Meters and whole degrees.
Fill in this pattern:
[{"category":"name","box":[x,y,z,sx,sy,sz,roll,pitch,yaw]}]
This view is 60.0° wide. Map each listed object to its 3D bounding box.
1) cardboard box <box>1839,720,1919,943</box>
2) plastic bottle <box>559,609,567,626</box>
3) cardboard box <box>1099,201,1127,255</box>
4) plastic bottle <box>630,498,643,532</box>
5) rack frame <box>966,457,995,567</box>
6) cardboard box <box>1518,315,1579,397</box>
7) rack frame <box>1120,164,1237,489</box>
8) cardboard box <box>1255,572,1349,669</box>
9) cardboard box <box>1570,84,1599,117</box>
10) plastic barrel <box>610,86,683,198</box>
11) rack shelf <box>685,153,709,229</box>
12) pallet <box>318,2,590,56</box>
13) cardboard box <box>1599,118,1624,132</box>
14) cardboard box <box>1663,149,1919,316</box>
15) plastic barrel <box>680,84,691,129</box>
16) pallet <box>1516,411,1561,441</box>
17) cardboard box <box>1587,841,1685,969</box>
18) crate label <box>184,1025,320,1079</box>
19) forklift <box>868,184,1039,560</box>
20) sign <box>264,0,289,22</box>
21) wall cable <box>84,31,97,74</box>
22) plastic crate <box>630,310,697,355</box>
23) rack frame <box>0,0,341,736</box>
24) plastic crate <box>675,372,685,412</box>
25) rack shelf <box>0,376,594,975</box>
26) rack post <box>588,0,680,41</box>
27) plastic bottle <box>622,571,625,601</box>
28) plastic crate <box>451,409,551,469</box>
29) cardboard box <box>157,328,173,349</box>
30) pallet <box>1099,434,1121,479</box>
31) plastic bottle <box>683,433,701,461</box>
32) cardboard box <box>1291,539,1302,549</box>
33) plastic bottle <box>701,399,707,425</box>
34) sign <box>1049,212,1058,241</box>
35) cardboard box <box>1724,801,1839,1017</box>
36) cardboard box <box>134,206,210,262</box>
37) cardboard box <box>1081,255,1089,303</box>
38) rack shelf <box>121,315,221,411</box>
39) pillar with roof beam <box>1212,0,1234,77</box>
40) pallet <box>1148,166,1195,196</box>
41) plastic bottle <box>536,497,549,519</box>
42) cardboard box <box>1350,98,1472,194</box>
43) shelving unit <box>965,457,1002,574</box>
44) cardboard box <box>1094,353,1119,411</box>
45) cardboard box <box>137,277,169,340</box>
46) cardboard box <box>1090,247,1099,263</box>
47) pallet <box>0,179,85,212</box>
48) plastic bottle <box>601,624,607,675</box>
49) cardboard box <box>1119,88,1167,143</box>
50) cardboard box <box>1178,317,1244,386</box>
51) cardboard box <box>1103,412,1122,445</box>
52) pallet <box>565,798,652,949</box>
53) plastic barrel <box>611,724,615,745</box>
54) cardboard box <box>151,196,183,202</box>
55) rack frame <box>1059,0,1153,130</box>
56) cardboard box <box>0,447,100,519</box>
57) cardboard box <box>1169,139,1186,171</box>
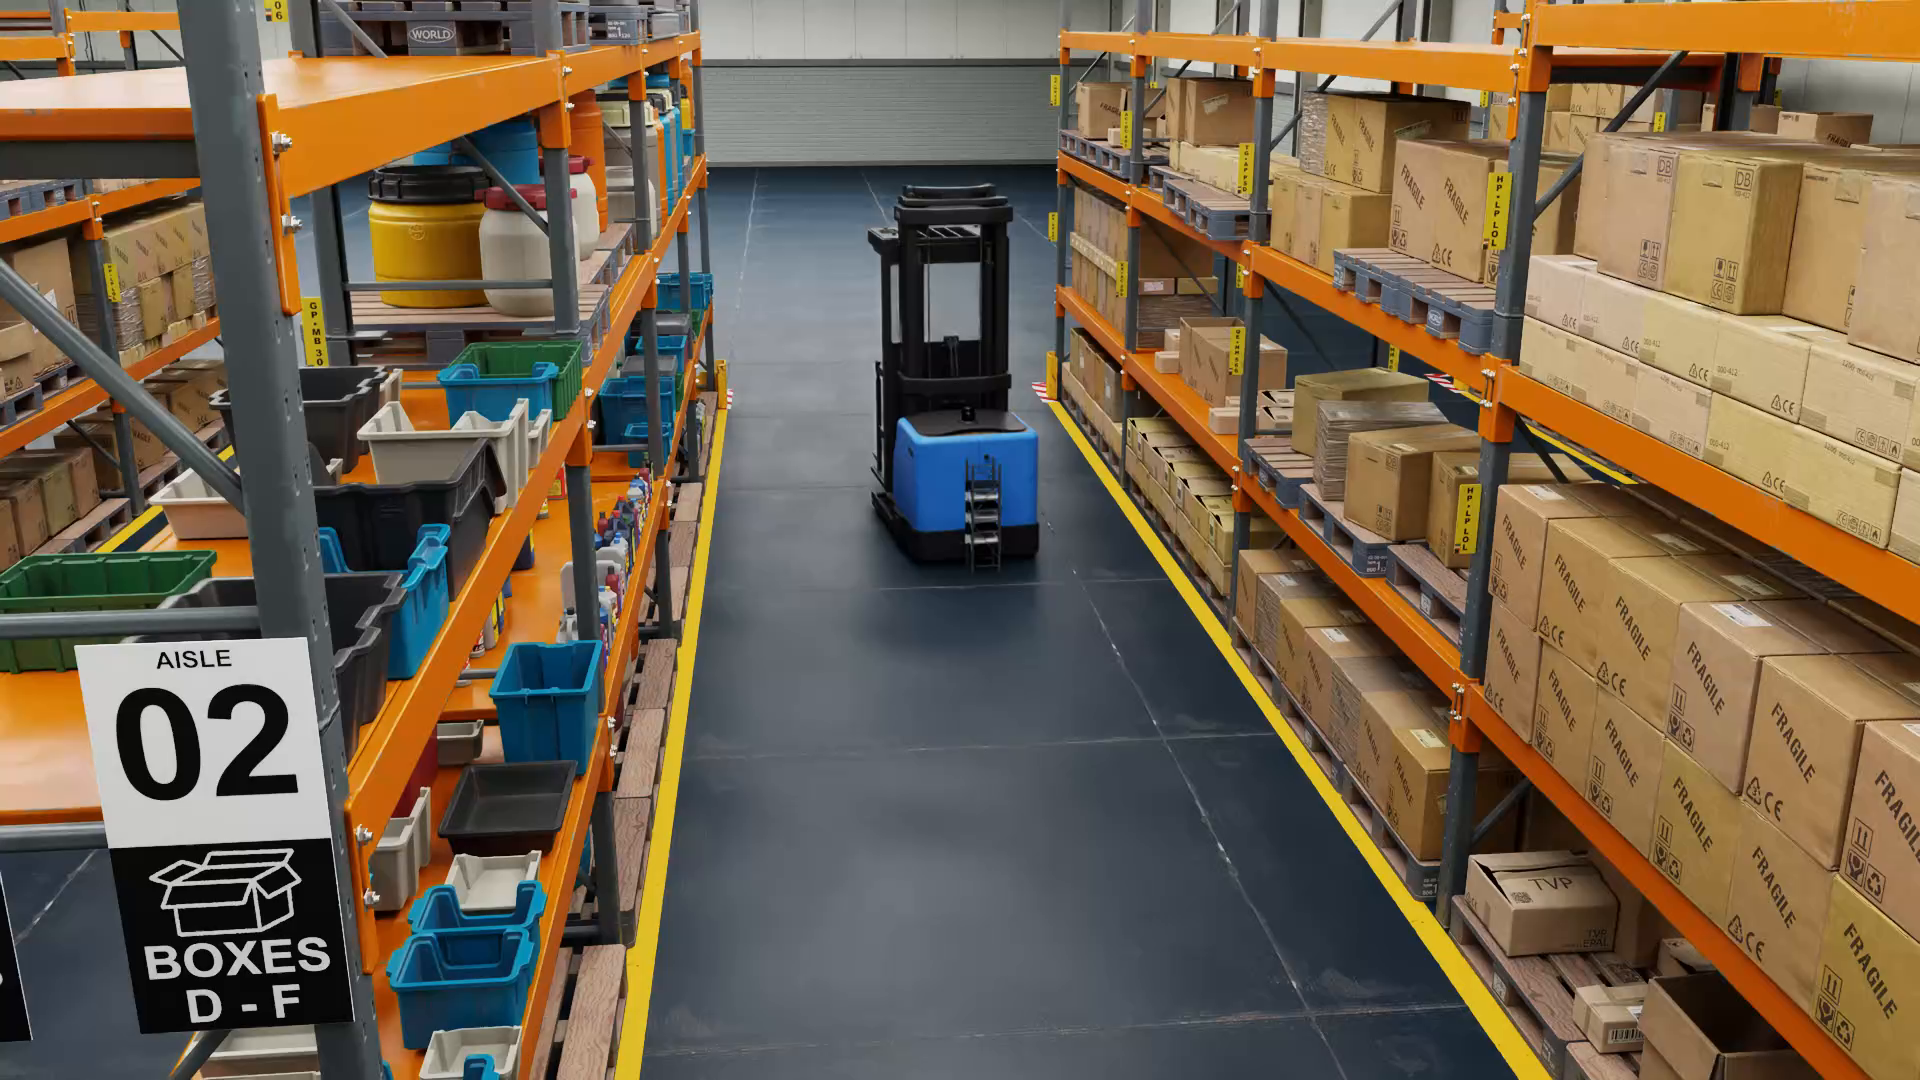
[{"category":"cardboard box","box":[2.893,0.833,4.680,0.500,0.500,0.500,-1,17,-4]},{"category":"plastic bottle","box":[-1.904,0.438,8.106,0.097,0.201,0.097,0,17,0]},{"category":"cardboard box","box":[1.820,-3.190,16.998,0.700,0.500,0.500,-2,18,-6]},{"category":"plastic bottle","box":[-1.954,-0.149,9.974,0.097,0.201,0.097,0,17,0]},{"category":"rack frame","box":[0.163,-0.222,13.382,0.240,0.900,0.006,-4,18,-12]},{"category":"cardboard box","box":[2.656,-0.767,6.854,0.500,0.250,0.500,-2,18,-6]},{"category":"rack frame","box":[2.027,-1.943,15.358,1.000,3.000,0.127,-2,18,-6]},{"category":"cardboard box","box":[2.262,0.532,10.915,0.500,0.500,0.500,-2,18,-8]},{"category":"cardboard box","box":[6.502,-4.522,16.695,0.500,0.500,0.500,-2,18,-8]},{"category":"plastic barrel","box":[-2.632,-3.317,13.889,0.600,0.901,0.708,-2,18,-6]},{"category":"rack shelf","box":[-3.106,-3.475,16.431,1.077,0.370,4.000,-2,18,-6]},{"category":"pallet","box":[-2.191,-2.235,7.254,1.003,0.211,1.213,-2,18,-6]},{"category":"cardboard box","box":[6.617,-3.879,16.318,0.500,0.500,0.500,-3,18,-10]},{"category":"cardboard box","box":[2.909,-1.070,5.732,0.700,0.500,0.500,-2,18,-6]},{"category":"plastic barrel","box":[-3.069,-4.368,17.061,0.600,0.588,0.600,0,17,0]},{"category":"pallet","box":[6.721,-1.330,18.061,1.003,0.211,1.213,-2,18,-6]},{"category":"cardboard box","box":[3.193,1.584,7.562,0.500,0.500,0.500,-2,18,-6]},{"category":"crate label","box":[-1.995,1.475,4.812,0.396,0.136,0.243,-2,18,-6]},{"category":"forklift","box":[-0.180,-1.635,14.492,1.130,2.935,3.031,-4,18,-12]},{"category":"sign","box":[-2.622,-2.154,6.363,0.100,0.325,0.005,-2,18,-6]},{"category":"wall cable","box":[-25.940,-13.371,46.929,3.097,2.526,0.112,-2,18,-6]},{"category":"plastic crate","box":[-2.827,-1.921,15.393,0.767,0.338,0.504,-2,18,-6]},{"category":"rack frame","box":[-1.662,-1.078,2.588,1.000,3.000,0.127,-2,18,-6]},{"category":"plastic crate","box":[-2.440,-1.180,13.281,0.450,0.188,0.662,-2,18,-6]},{"category":"rack shelf","box":[-1.869,0.100,5.043,1.077,0.370,4.000,-2,18,-6]},{"category":"rack post","box":[-2.611,-4.165,12.086,1.013,1.000,3.121,-2,18,-6]},{"category":"plastic bottle","box":[-1.824,0.226,8.781,0.097,0.201,0.097,0,17,0]},{"category":"plastic crate","box":[-1.565,-0.346,5.703,0.293,0.136,0.466,-2,18,-6]},{"category":"cardboard box","box":[-7.636,-1.890,15.609,0.380,0.149,0.250,-2,18,-6]},{"category":"pallet","box":[1.987,-0.851,16.535,1.003,0.211,1.213,-2,18,-6]},{"category":"plastic bottle","box":[-2.557,-0.906,15.866,0.152,0.276,0.135,-1,17,-4]},{"category":"cardboard box","box":[2.678,-0.072,12.353,0.500,0.311,0.500,-1,17,-4]},{"category":"plastic bottle","box":[-2.657,-1.329,17.203,0.061,0.283,0.133,-1,17,-4]},{"category":"sign","box":[1.062,-3.570,18.964,0.100,0.325,0.005,-2,18,-6]},{"category":"cardboard box","box":[2.845,1.156,5.320,0.500,0.500,0.500,-2,18,-5]},{"category":"cardboard box","box":[-7.830,-3.042,16.528,0.500,0.500,0.500,-2,18,-6]},{"category":"cardboard box","box":[1.709,-2.887,18.197,0.700,0.500,0.500,-1,17,-4]},{"category":"rack shelf","box":[-8.033,-1.891,16.393,1.077,0.370,4.000,-2,18,-6]},{"category":"pillar with roof beam","box":[1.336,-11.199,34.826,9.100,9.000,0.400,-2,18,-6]},{"category":"pallet","box":[2.131,-3.021,14.102,0.805,0.209,1.217,-2,18,-8]},{"category":"plastic bottle","box":[-2.594,-0.237,10.257,0.097,0.201,0.097,0,17,0]},{"category":"cardboard box","box":[2.584,-2.273,9.566,0.500,0.500,0.500,-2,18,-6]},{"category":"shelving unit","box":[0.185,-0.192,13.287,0.258,0.900,0.210,-4,18,-12]},{"category":"cardboard box","box":[1.667,-1.619,16.963,0.500,0.500,0.500,-2,18,-6]},{"category":"cardboard box","box":[-7.828,-2.114,15.239,0.875,0.500,0.500,-2,18,-6]},{"category":"cardboard box","box":[1.576,-2.985,17.427,0.380,0.149,0.250,-2,18,-6]},{"category":"pallet","box":[-7.869,-2.792,13.370,1.213,0.211,1.003,-2,18,-6]},{"category":"plastic bottle","box":[-1.702,0.486,7.817,0.061,0.283,0.133,-2,18,-6]},{"category":"cardboard box","box":[1.983,-4.185,16.385,0.797,0.503,0.637,0,17,0]},{"category":"cardboard box","box":[2.145,-1.605,14.113,0.500,0.500,0.500,-1,17,-2]},{"category":"cardboard box","box":[1.720,-1.112,16.601,0.500,0.250,0.500,-2,18,-6]},{"category":"pallet","box":[-2.113,1.692,8.437,1.003,0.211,1.213,-2,18,-6]},{"category":"plastic barrel","box":[-2.156,1.034,9.327,0.421,0.512,0.421,0,17,0]},{"category":"cardboard box","box":[-8.453,-3.324,17.425,0.500,0.500,0.500,-2,18,-6]},{"category":"rack frame","box":[1.615,-5.997,18.256,1.000,3.000,0.127,-2,18,-6]},{"category":"cardboard box","box":[-7.785,-0.472,14.111,0.700,0.500,0.500,-3,18,-10]},{"category":"cardboard box","box":[2.081,-3.319,14.283,0.500,0.250,0.500,0,17,0]}]
